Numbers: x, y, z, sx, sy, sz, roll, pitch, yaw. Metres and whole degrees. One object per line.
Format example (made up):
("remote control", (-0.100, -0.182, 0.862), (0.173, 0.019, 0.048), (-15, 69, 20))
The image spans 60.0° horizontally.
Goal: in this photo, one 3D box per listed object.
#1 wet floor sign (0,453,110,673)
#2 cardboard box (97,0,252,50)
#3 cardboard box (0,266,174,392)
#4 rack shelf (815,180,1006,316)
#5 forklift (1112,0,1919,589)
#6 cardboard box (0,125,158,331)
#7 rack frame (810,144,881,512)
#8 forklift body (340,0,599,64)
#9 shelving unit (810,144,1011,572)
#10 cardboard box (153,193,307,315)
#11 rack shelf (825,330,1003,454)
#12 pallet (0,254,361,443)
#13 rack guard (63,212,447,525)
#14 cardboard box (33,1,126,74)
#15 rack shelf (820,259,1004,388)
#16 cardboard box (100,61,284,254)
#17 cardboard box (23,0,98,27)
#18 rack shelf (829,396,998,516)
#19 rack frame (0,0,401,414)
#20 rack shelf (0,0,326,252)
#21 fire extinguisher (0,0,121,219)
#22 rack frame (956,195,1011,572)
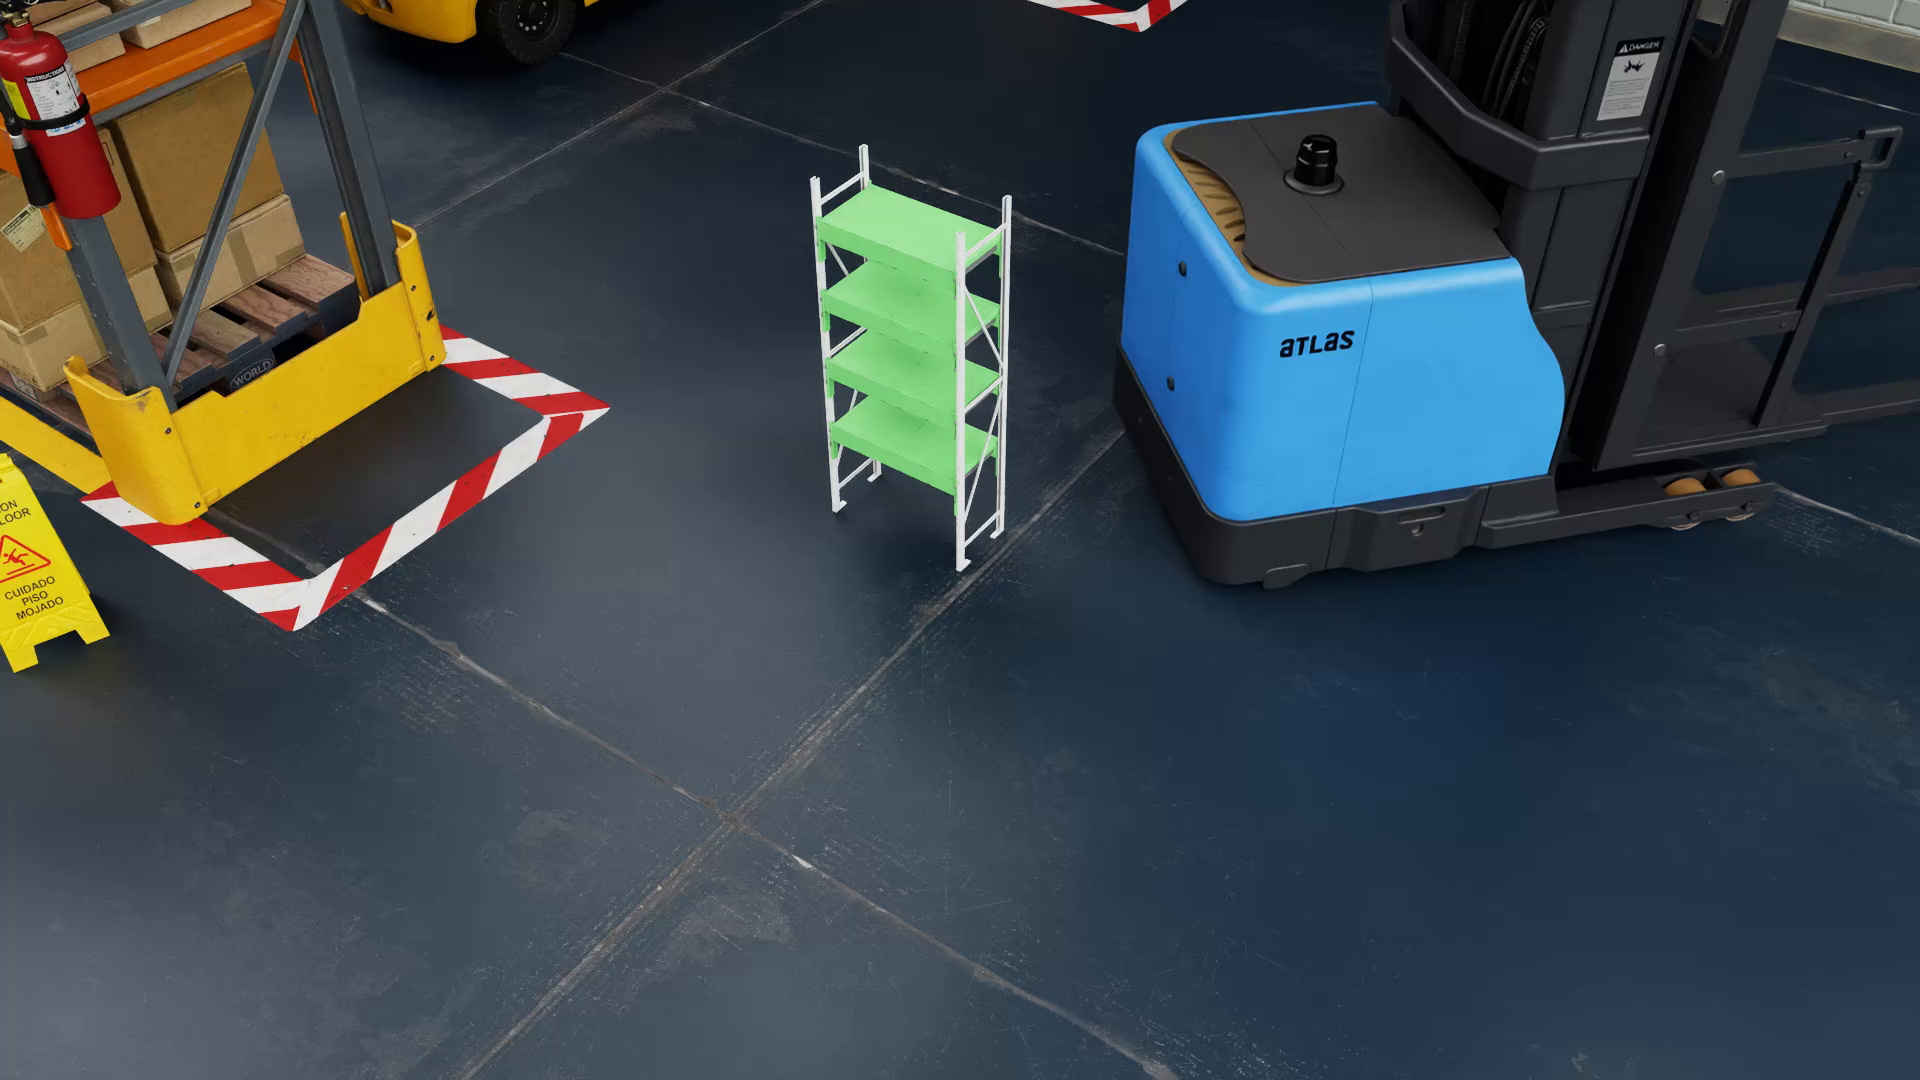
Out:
("wet floor sign", (-2.696, 0.032, 4.731), (0.267, 0.644, 0.232), (-25, 48, -25))
("cardboard box", (-2.397, -1.652, 5.035), (0.250, 0.149, 0.380), (25, 48, 25))
("cardboard box", (-3.073, -0.806, 5.649), (0.500, 0.250, 0.500), (25, 47, 25))
("rack shelf", (-0.136, -0.821, 4.643), (0.480, 0.148, 0.258), (25, 48, 25))
("forklift", (2.093, -1.459, 4.683), (3.031, 2.935, 1.130), (-9, 43, -10))
("cardboard box", (-3.043, -1.078, 5.390), (0.500, 0.500, 0.500), (25, 48, 26))
("rack frame", (-0.335, -0.604, 5.025), (0.015, 1.200, 0.240), (25, 48, 25))
("forklift body", (-1.990, -3.628, 7.691), (1.214, 2.155, 2.313), (25, 48, 25))
("shelving unit", (-0.136, -0.511, 4.921), (0.503, 1.200, 0.258), (25, 48, 25))
("cardboard box", (-2.739, -1.094, 5.971), (0.500, 0.250, 0.500), (25, 47, 25))
("rack shelf", (-0.136, -0.463, 4.963), (0.480, 0.148, 0.258), (25, 48, 25))
("pallet", (-2.944, -0.823, 6.011), (1.213, 0.211, 1.003), (25, 48, 25))
("rack guard", (-2.300, -0.600, 5.546), (0.348, 0.500, 1.175), (25, 48, 25))
("cardboard box", (-2.666, -1.436, 4.793), (0.250, 0.149, 0.380), (27, 48, 27))
("rack shelf", (-0.136, -0.642, 4.803), (0.480, 0.148, 0.258), (25, 48, 25))
("cardboard box", (-2.759, -1.383, 5.730), (0.500, 0.500, 0.500), (24, 47, 24))
("cardboard box", (-2.840, -1.708, 4.612), (0.500, 0.500, 0.500), (24, 47, 25))
("rack shelf", (-0.136, -0.284, 5.123), (0.480, 0.148, 0.258), (25, 48, 25))
("rack frame", (-2.237, -1.503, 4.680), (0.127, 3.000, 1.000), (25, 48, 25))
("rack shelf", (-3.875, -2.000, 5.776), (4.000, 0.370, 1.077), (25, 48, 25))
("fire extinguisher", (-2.408, -1.178, 4.376), (0.183, 0.674, 0.296), (25, 48, 25))
("rack frame", (0.064, -0.417, 4.816), (0.015, 1.200, 0.240), (25, 48, 25))
